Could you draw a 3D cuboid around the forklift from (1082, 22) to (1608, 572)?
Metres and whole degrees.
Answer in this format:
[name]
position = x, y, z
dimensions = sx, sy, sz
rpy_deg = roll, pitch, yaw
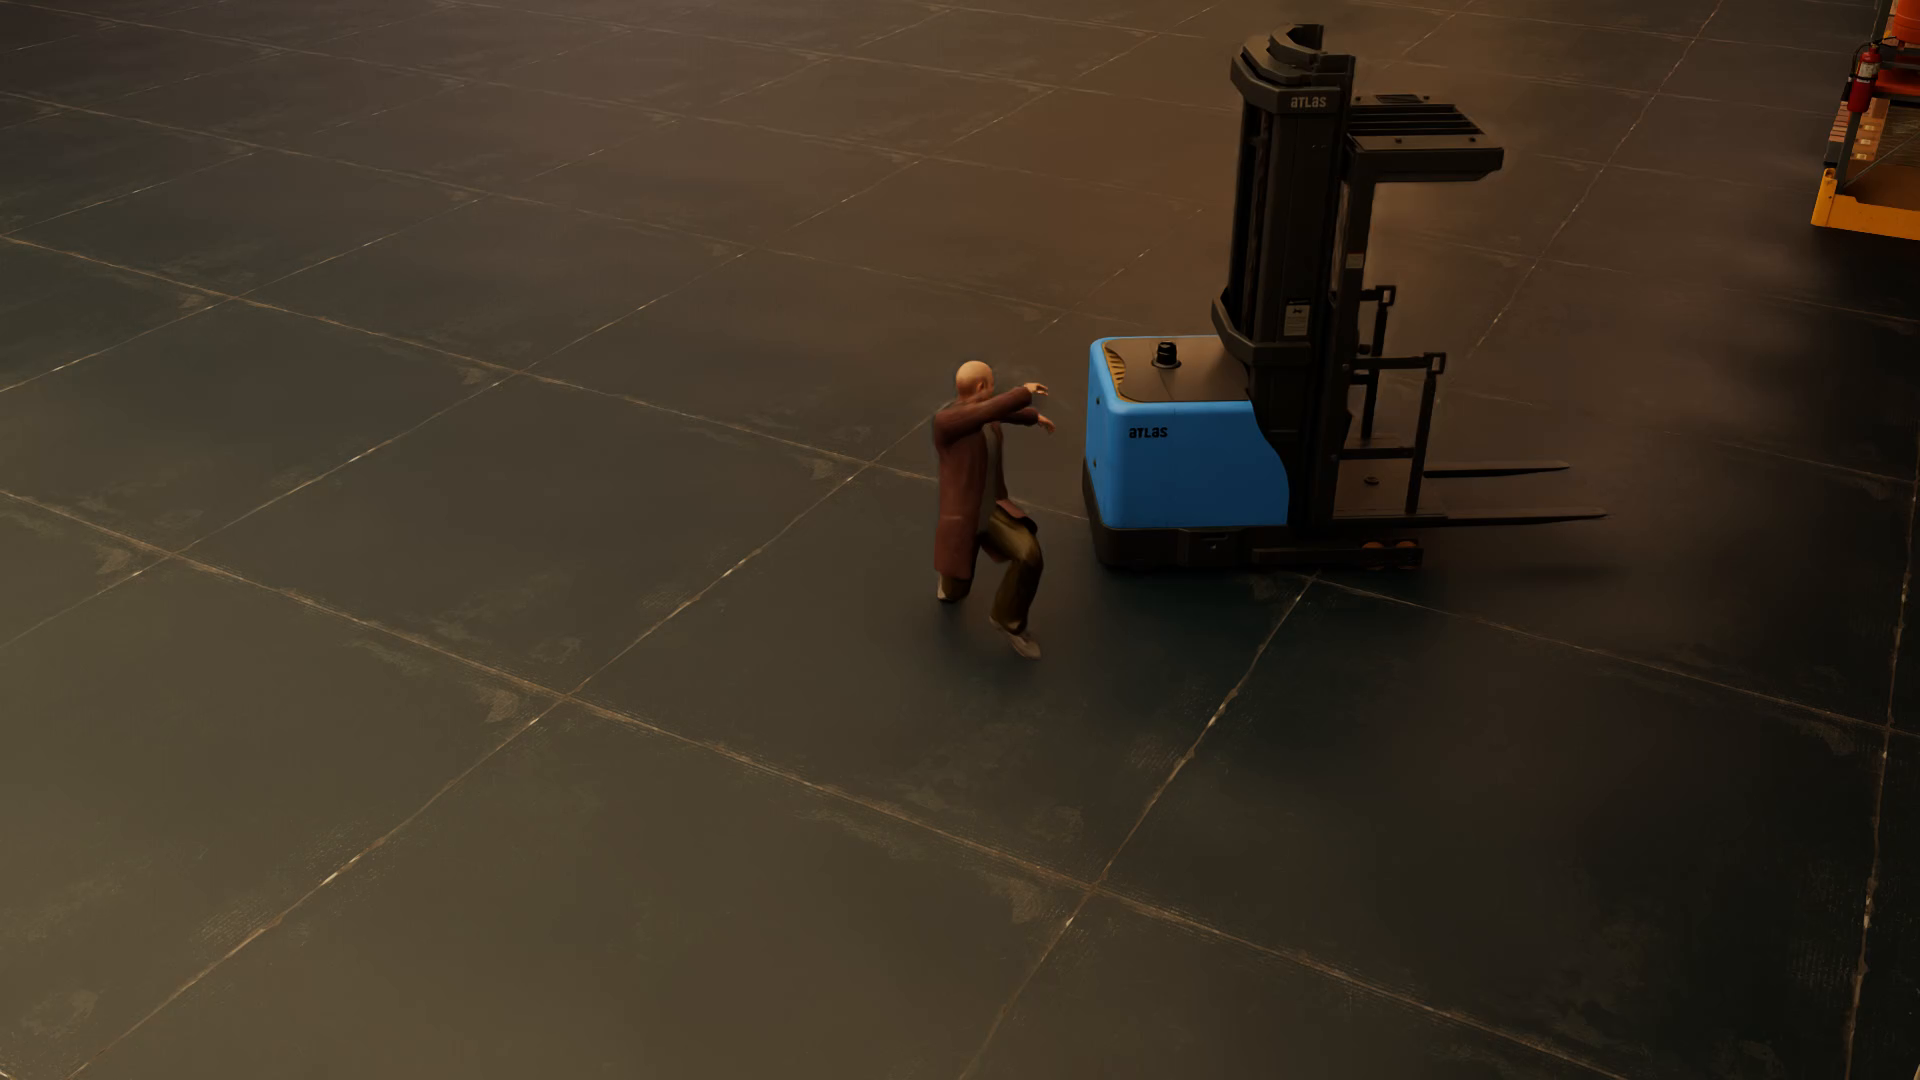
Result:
[forklift]
position = 2.298, -1.354, 9.417
dimensions = 3.031, 2.935, 1.130
rpy_deg = -1, 30, -3

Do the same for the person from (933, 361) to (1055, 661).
[person]
position = 0.309, -0.257, 8.990
dimensions = 1.044, 1.477, 1.030
rpy_deg = -19, 35, -29
